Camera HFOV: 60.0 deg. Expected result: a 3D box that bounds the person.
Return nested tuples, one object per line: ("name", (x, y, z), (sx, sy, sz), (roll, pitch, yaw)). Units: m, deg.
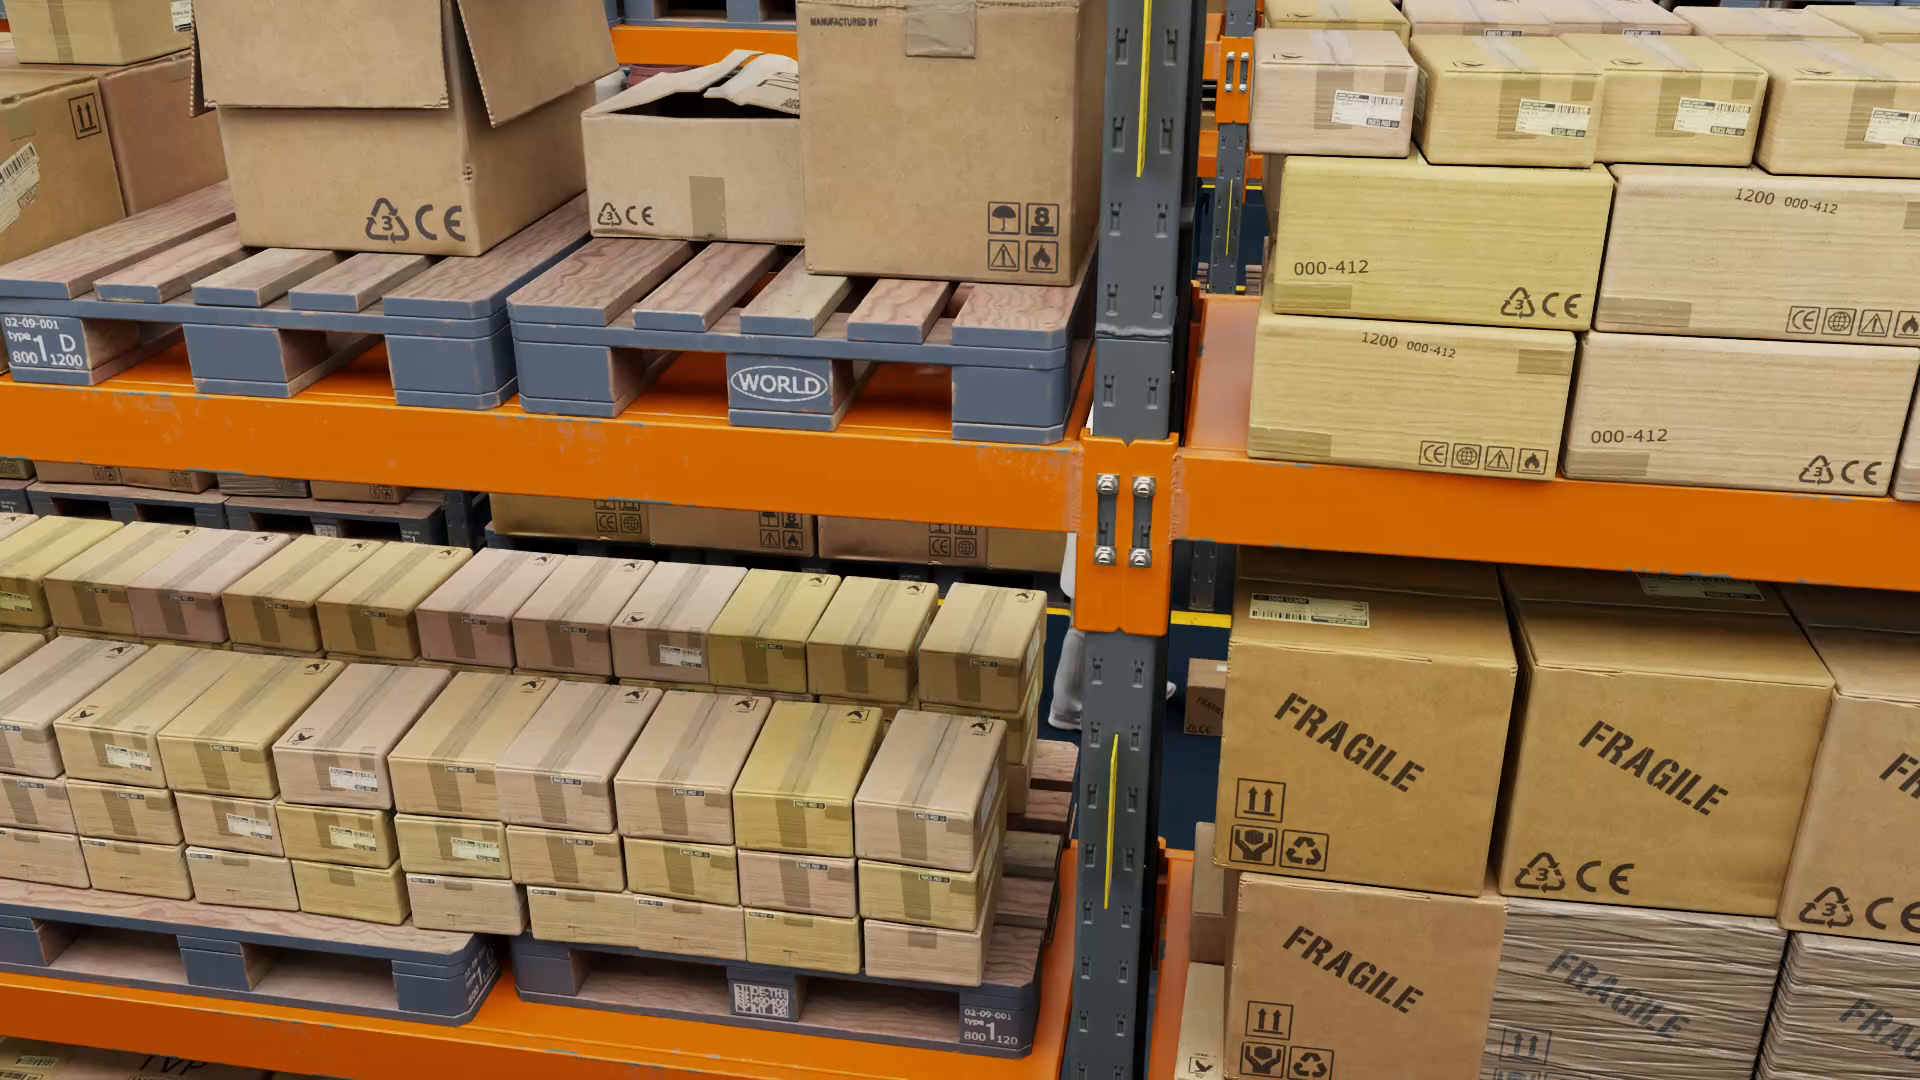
("person", (0.688, -0.011, 7.149), (0.576, 1.781, 0.596), (2, 25, 4))
